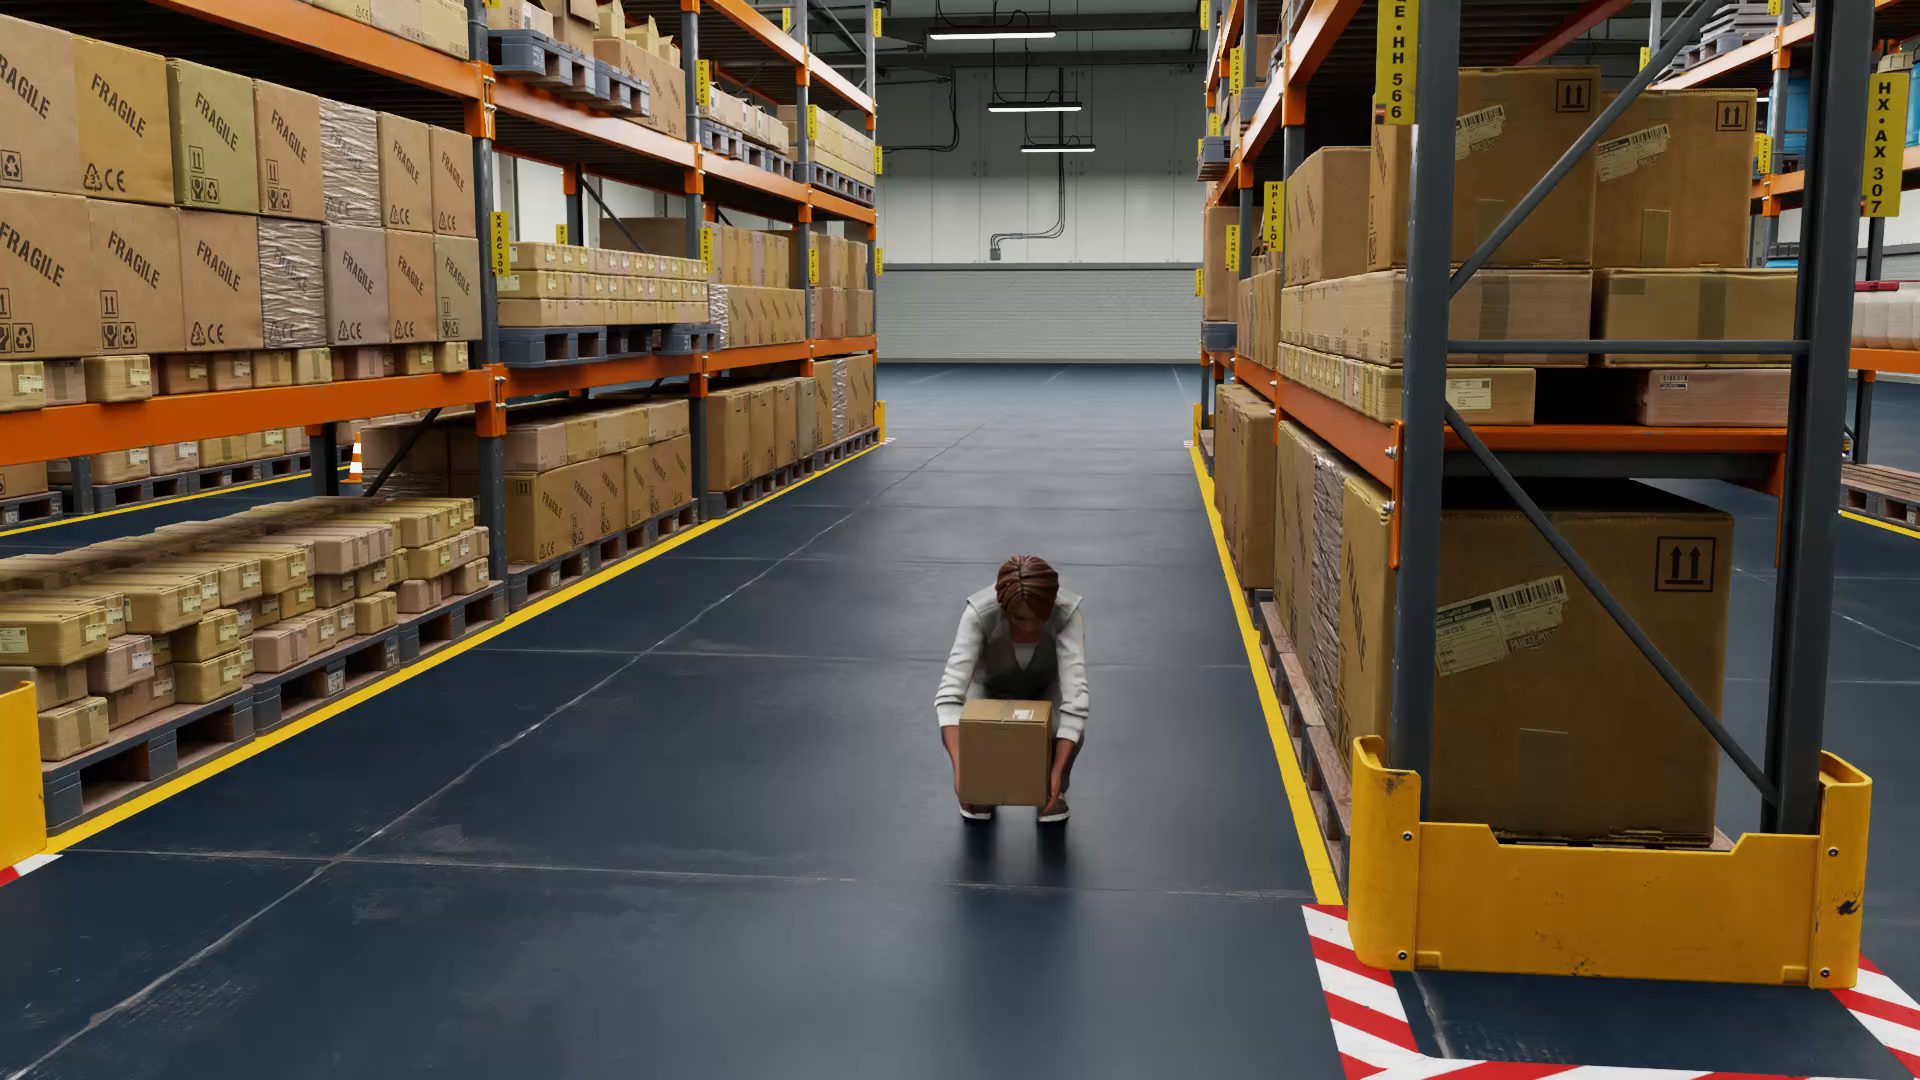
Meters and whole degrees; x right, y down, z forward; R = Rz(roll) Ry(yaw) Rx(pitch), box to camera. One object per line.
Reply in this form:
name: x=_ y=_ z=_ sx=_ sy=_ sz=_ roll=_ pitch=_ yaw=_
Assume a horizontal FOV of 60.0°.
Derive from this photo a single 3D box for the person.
person: x=0.174 y=0.505 z=5.152 sx=0.463 sy=0.792 sz=0.804 roll=1 pitch=8 yaw=6
